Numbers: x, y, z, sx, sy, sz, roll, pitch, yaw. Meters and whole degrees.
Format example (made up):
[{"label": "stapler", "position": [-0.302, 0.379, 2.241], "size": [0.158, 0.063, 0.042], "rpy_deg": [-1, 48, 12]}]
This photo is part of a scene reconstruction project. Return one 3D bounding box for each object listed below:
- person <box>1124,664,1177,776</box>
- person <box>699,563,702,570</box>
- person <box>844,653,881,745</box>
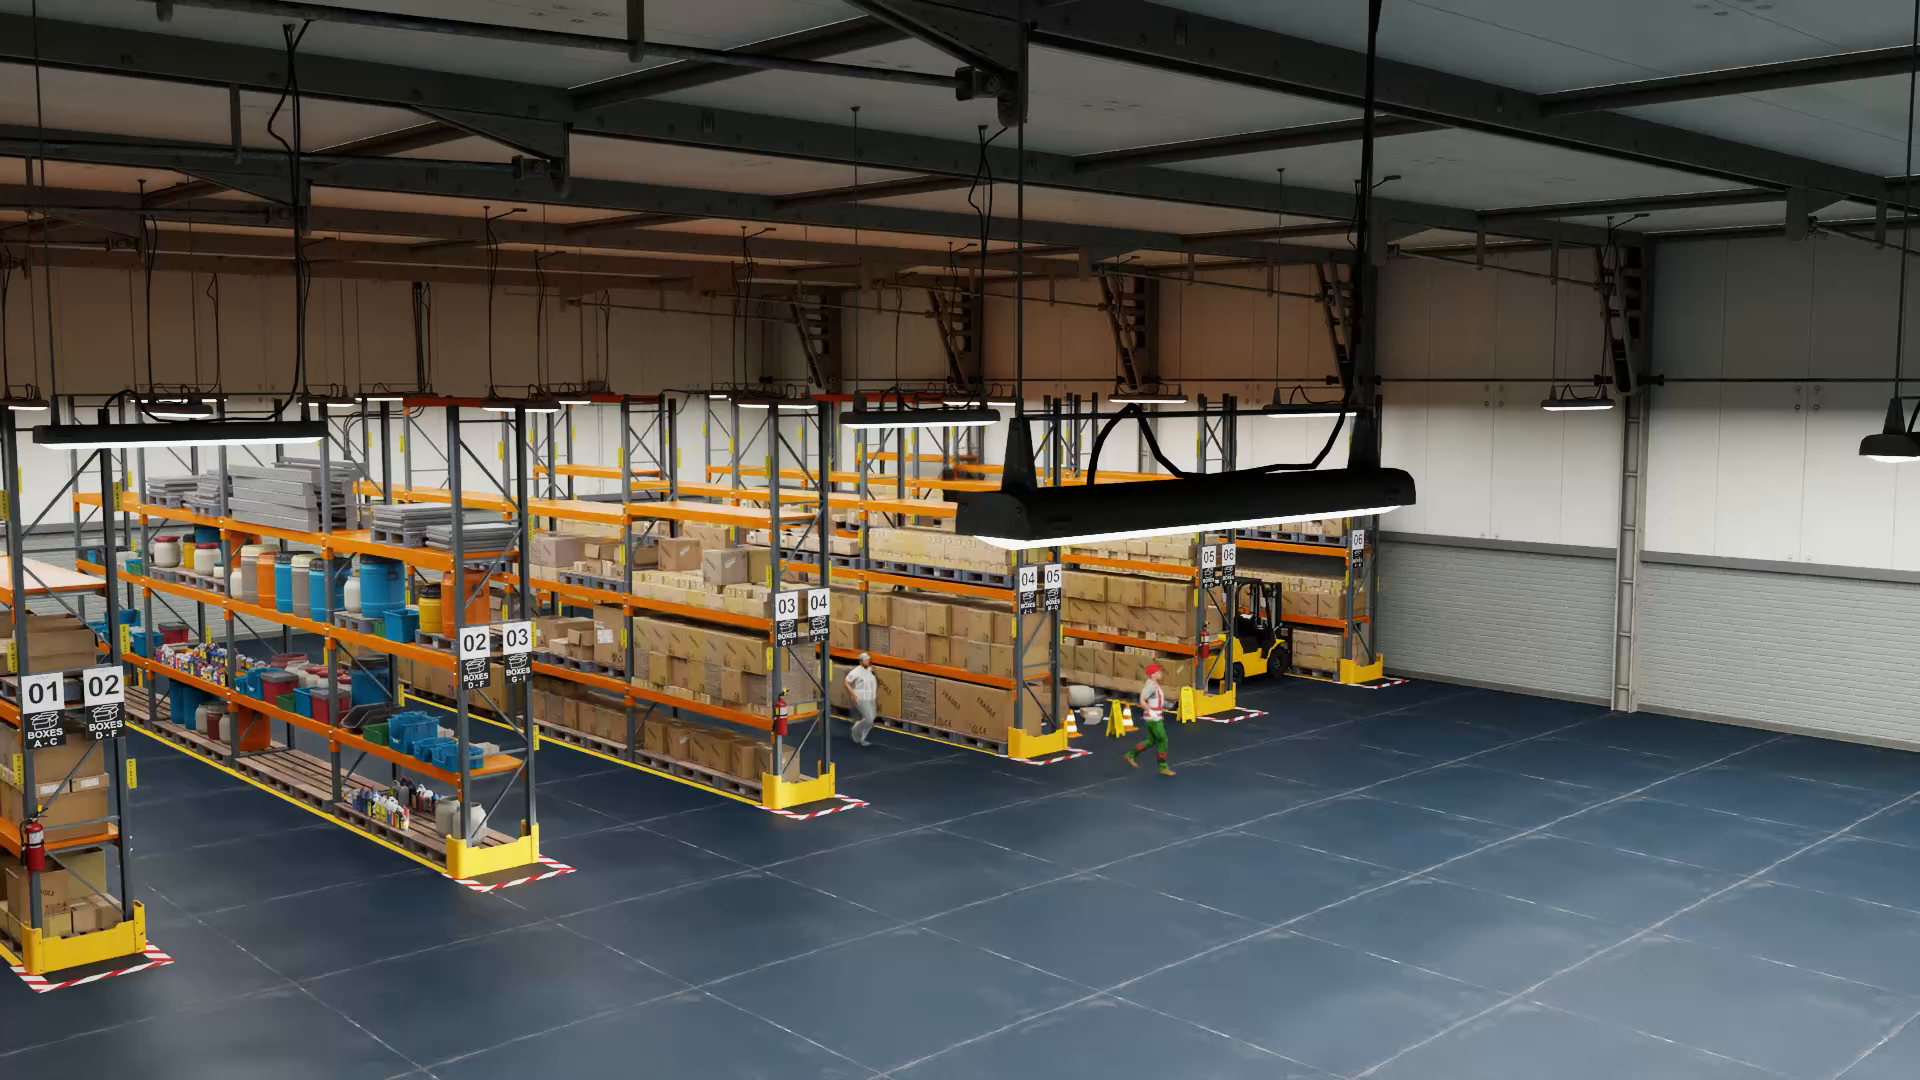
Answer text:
[{"label": "person", "position": [3.054, 2.865, 26.610], "size": [0.861, 1.790, 0.673], "rpy_deg": [1, 6, 6]}, {"label": "person", "position": [-7.036, 1.185, 44.183], "size": [0.764, 1.780, 0.757], "rpy_deg": [-2, 6, -22]}, {"label": "person", "position": [-1.607, 2.751, 28.658], "size": [0.556, 1.620, 0.606], "rpy_deg": [4, 7, 38]}]
